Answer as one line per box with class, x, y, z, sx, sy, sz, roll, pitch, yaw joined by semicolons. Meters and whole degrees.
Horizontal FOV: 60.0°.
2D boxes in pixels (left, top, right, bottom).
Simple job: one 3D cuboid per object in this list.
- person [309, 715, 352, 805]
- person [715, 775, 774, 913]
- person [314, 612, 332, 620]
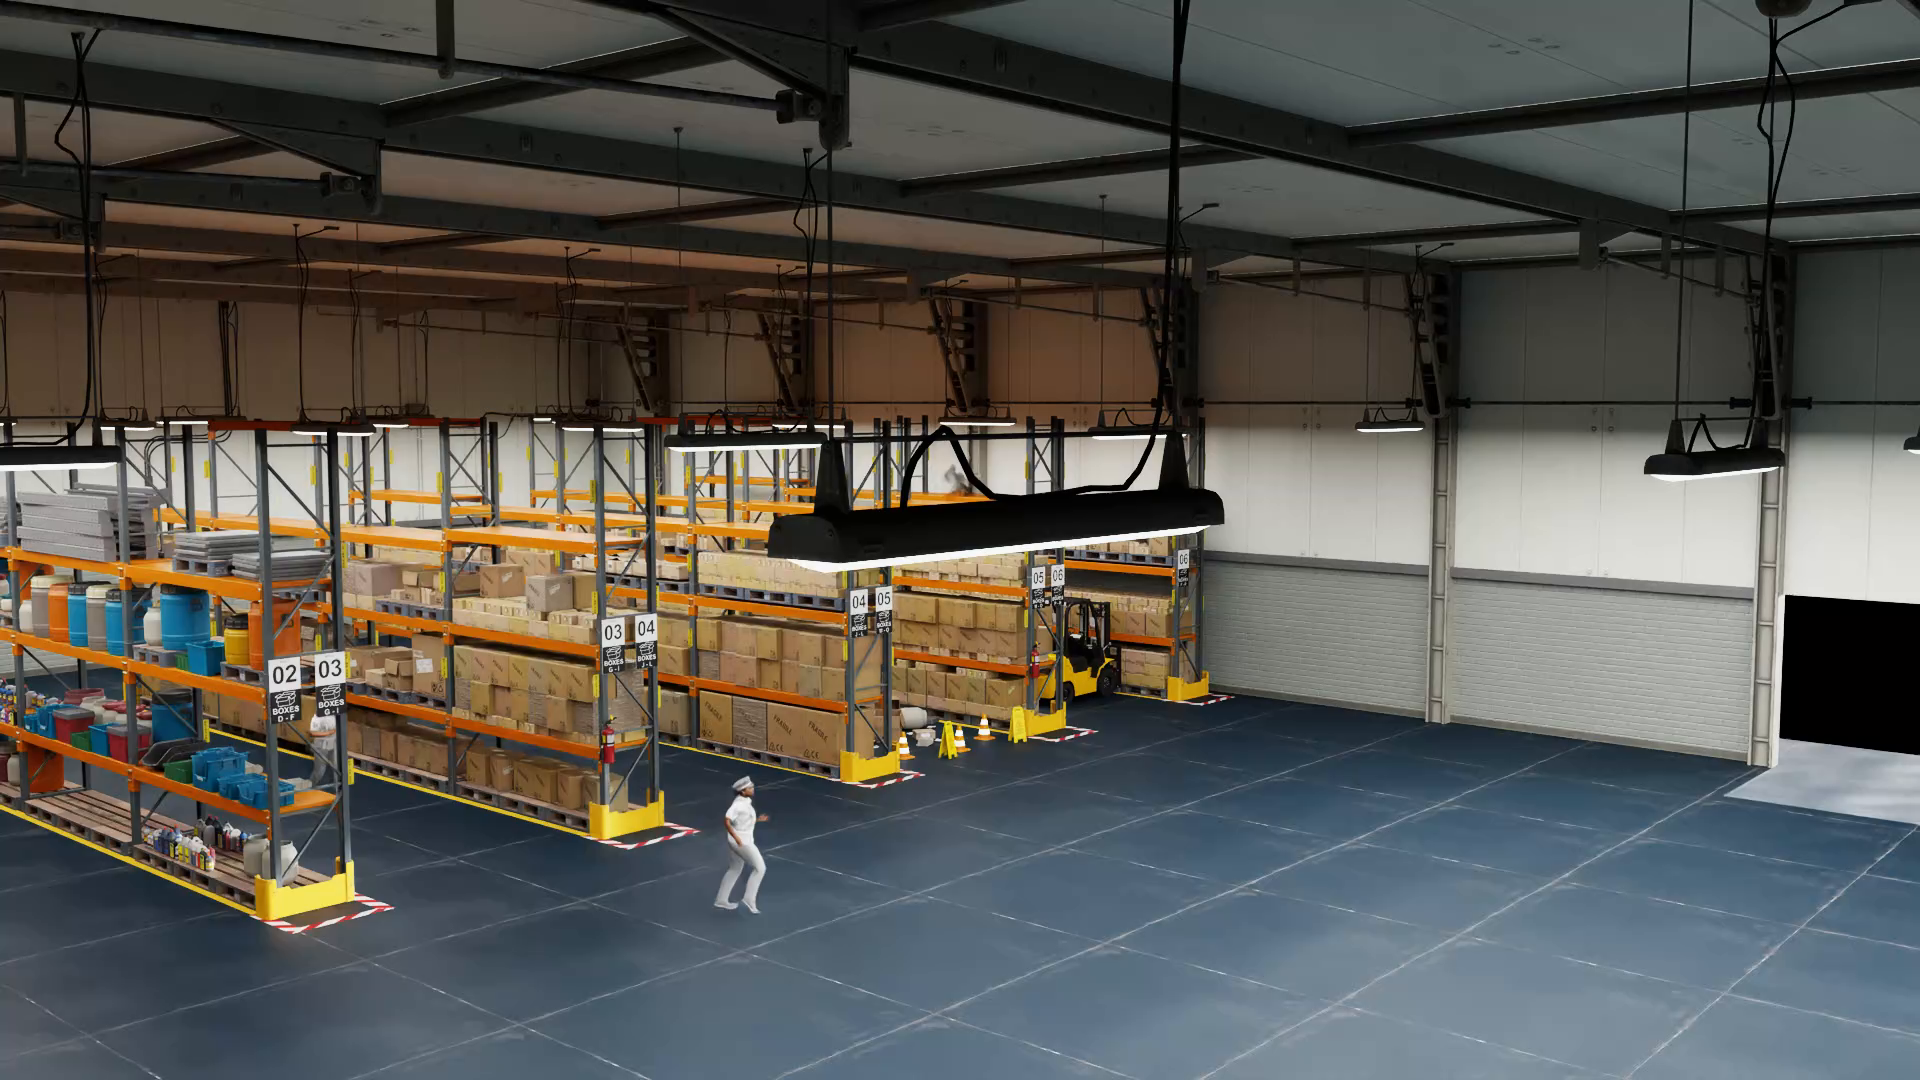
person;-9.961;3.302;26.218;0.904;1.673;0.626;3;6;33
person;-2.682;3.793;20.670;0.753;1.754;0.546;-1;5;-17
person;-14.941;2.329;38.852;0.735;1.578;0.660;2;5;24
